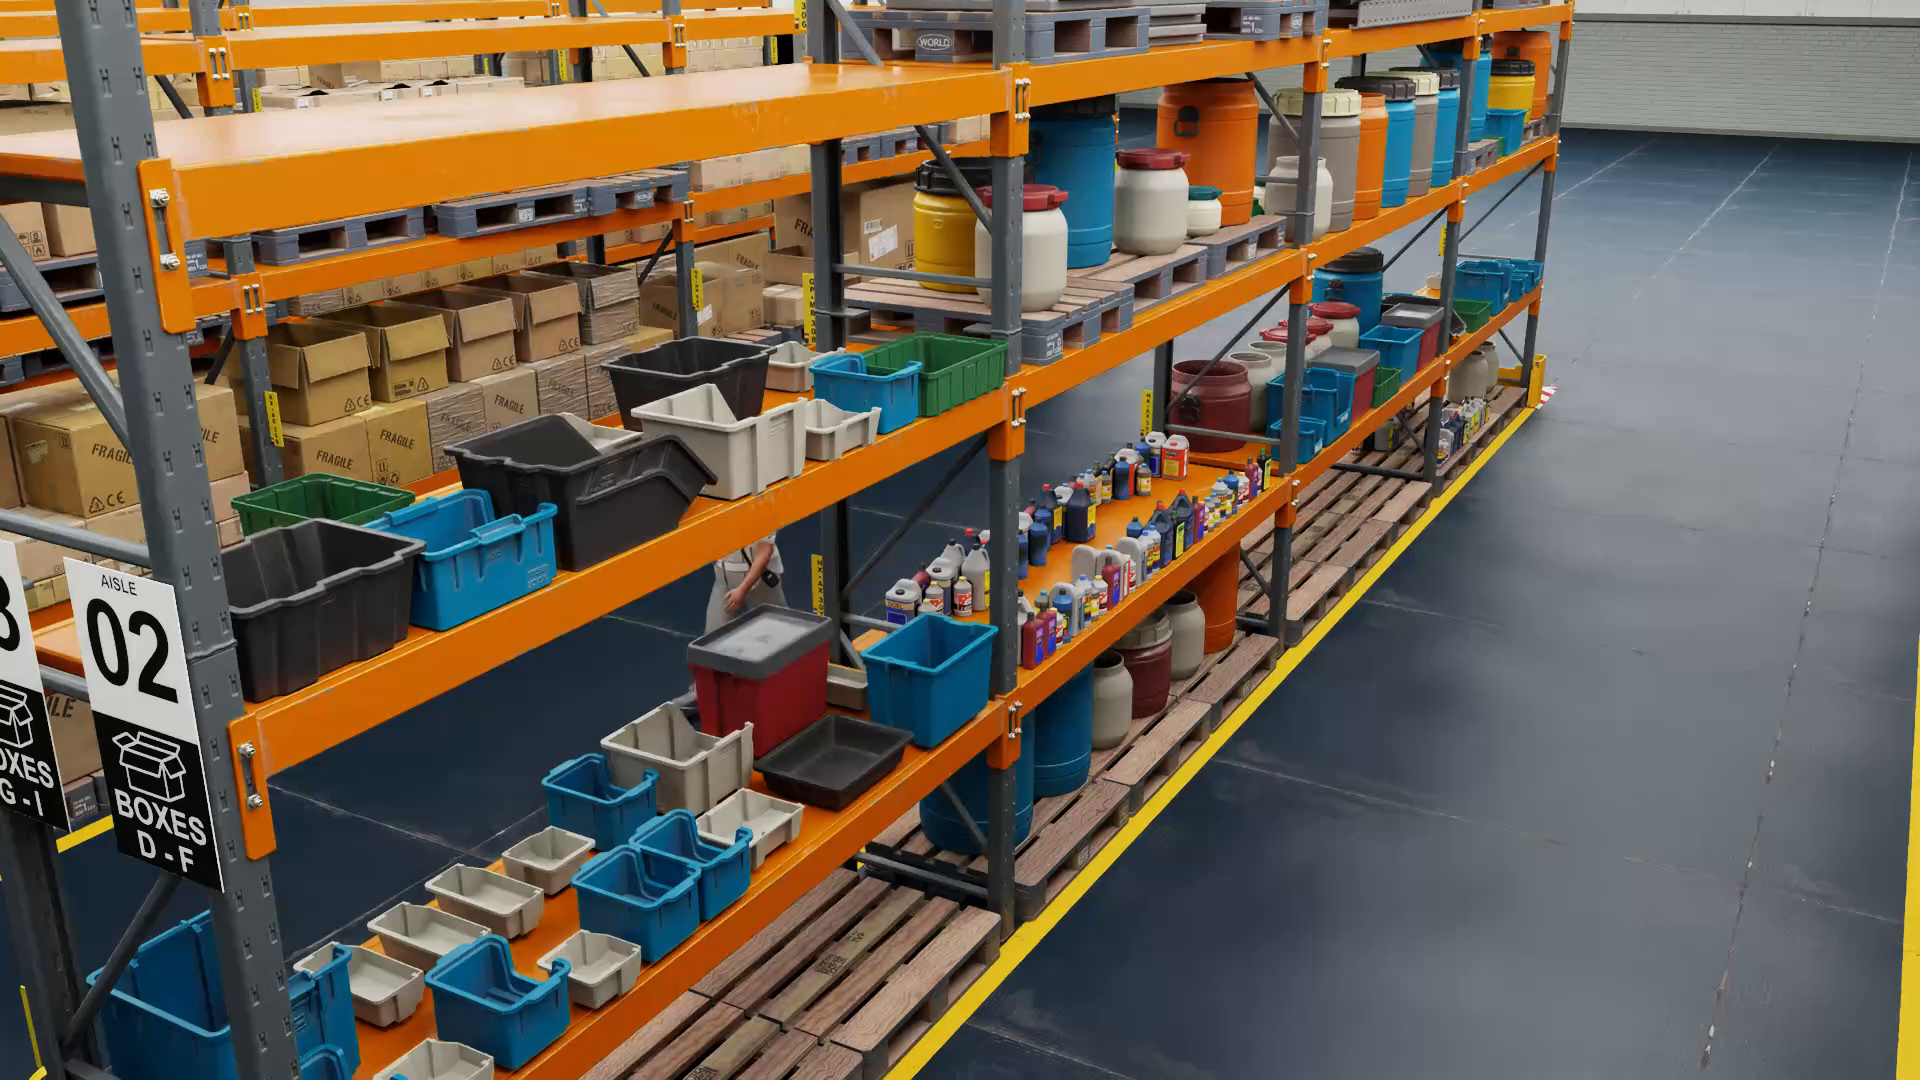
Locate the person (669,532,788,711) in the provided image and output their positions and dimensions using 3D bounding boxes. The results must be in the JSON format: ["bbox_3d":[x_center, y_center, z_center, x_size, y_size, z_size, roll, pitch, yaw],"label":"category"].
[{"bbox_3d":[-1.366,0.240,10.354,0.549,1.716,1.011,13,23,33],"label":"person"}]
